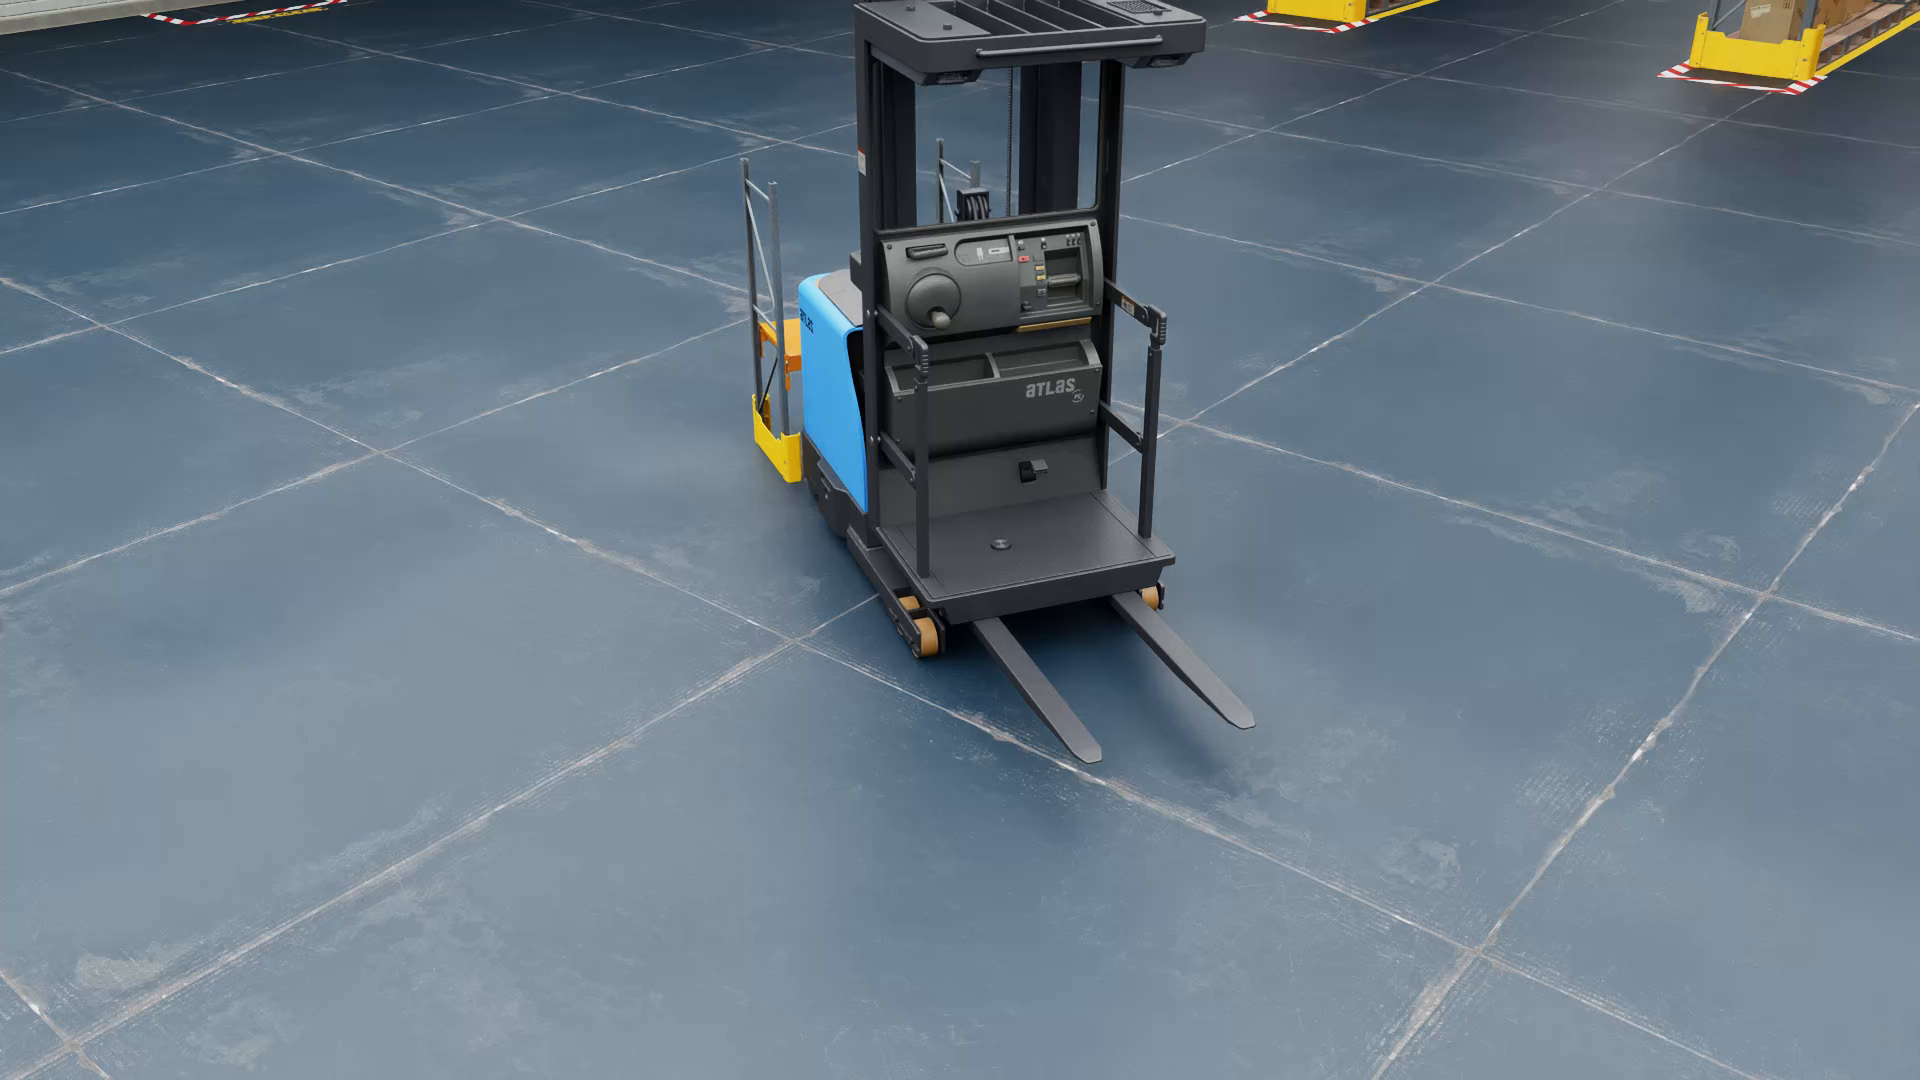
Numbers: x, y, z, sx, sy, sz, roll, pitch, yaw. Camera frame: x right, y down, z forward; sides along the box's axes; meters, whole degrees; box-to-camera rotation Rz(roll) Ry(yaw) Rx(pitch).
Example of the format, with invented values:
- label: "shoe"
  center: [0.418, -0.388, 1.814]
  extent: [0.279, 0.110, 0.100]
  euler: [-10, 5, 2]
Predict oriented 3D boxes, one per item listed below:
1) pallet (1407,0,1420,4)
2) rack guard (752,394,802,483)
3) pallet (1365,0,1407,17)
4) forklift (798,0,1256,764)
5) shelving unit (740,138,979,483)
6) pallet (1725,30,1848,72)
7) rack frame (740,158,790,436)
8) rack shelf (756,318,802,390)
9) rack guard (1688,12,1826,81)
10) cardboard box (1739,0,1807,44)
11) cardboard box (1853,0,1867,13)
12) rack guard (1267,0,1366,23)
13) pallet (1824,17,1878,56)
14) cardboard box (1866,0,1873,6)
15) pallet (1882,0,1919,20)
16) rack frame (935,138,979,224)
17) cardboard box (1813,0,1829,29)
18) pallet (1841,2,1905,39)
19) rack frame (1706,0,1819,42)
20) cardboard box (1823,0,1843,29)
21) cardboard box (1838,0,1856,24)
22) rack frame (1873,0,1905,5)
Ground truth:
- label: "pallet"
  center: [5.540, -7.080, 21.207]
  extent: [1.003, 0.211, 1.213]
  euler: [21, 34, 34]
- label: "rack guard"
  center: [-0.936, -0.526, 8.495]
  extent: [0.087, 0.250, 0.587]
  euler: [-11, 29, -20]
- label: "pallet"
  center: [4.764, -6.650, 20.374]
  extent: [1.003, 0.211, 1.213]
  euler: [21, 34, 34]
- label: "forklift"
  center: [0.220, -1.034, 6.559]
  extent: [1.130, 2.935, 3.031]
  euler: [-10, 29, -18]
- label: "shelving unit"
  center: [-0.477, -1.170, 8.379]
  extent: [1.083, 1.500, 0.587]
  euler: [-11, 29, -20]
- label: "pallet"
  center: [8.645, -5.180, 17.533]
  extent: [1.003, 0.211, 1.213]
  euler: [21, 34, 34]
- label: "rack frame"
  center: [-0.954, -1.078, 8.202]
  extent: [0.032, 1.500, 0.500]
  euler: [-11, 29, -20]
- label: "rack shelf"
  center: [-0.485, -1.009, 8.459]
  extent: [1.000, 0.185, 0.538]
  euler: [-11, 29, -20]
- label: "rack guard"
  center: [8.101, -5.030, 16.929]
  extent: [1.175, 0.500, 0.348]
  euler: [21, 34, 34]
- label: "cardboard box"
  center: [8.463, -5.406, 17.199]
  extent: [0.500, 0.500, 0.500]
  euler: [-21, 34, -35]
- label: "cardboard box"
  center: [9.953, -6.273, 18.874]
  extent: [0.500, 0.500, 0.500]
  euler: [-16, 31, -28]
- label: "rack guard"
  center: [4.243, -6.491, 19.754]
  extent: [1.175, 0.500, 0.348]
  euler: [21, 34, 34]
- label: "pallet"
  center: [9.421, -5.610, 18.365]
  extent: [1.003, 0.211, 1.213]
  euler: [21, 34, 34]
- label: "cardboard box"
  center: [10.312, -6.478, 19.271]
  extent: [0.500, 0.500, 0.500]
  euler: [20, 33, 33]
- label: "pallet"
  center: [11.091, -6.570, 20.220]
  extent: [1.003, 0.211, 1.213]
  euler: [21, 34, 34]
- label: "rack frame"
  center: [-0.016, -1.259, 8.551]
  extent: [0.032, 1.500, 0.500]
  euler: [-11, 29, -20]
- label: "cardboard box"
  center: [8.817, -5.628, 17.628]
  extent: [0.500, 0.500, 0.500]
  euler: [-18, 32, -31]
- label: "pallet"
  center: [10.197, -6.045, 19.205]
  extent: [1.003, 0.211, 1.213]
  euler: [21, 34, 34]
- label: "rack frame"
  center: [8.053, -6.113, 16.303]
  extent: [1.000, 3.000, 0.127]
  euler: [21, 34, 34]
- label: "cardboard box"
  center: [9.230, -5.845, 18.047]
  extent: [0.500, 0.500, 0.500]
  euler: [25, 36, 39]
- label: "cardboard box"
  center: [9.619, -6.029, 18.404]
  extent: [0.500, 0.500, 0.500]
  euler: [17, 32, 30]
- label: "rack frame"
  center: [10.597, -7.532, 19.044]
  extent: [1.000, 3.000, 0.127]
  euler: [21, 34, 34]
